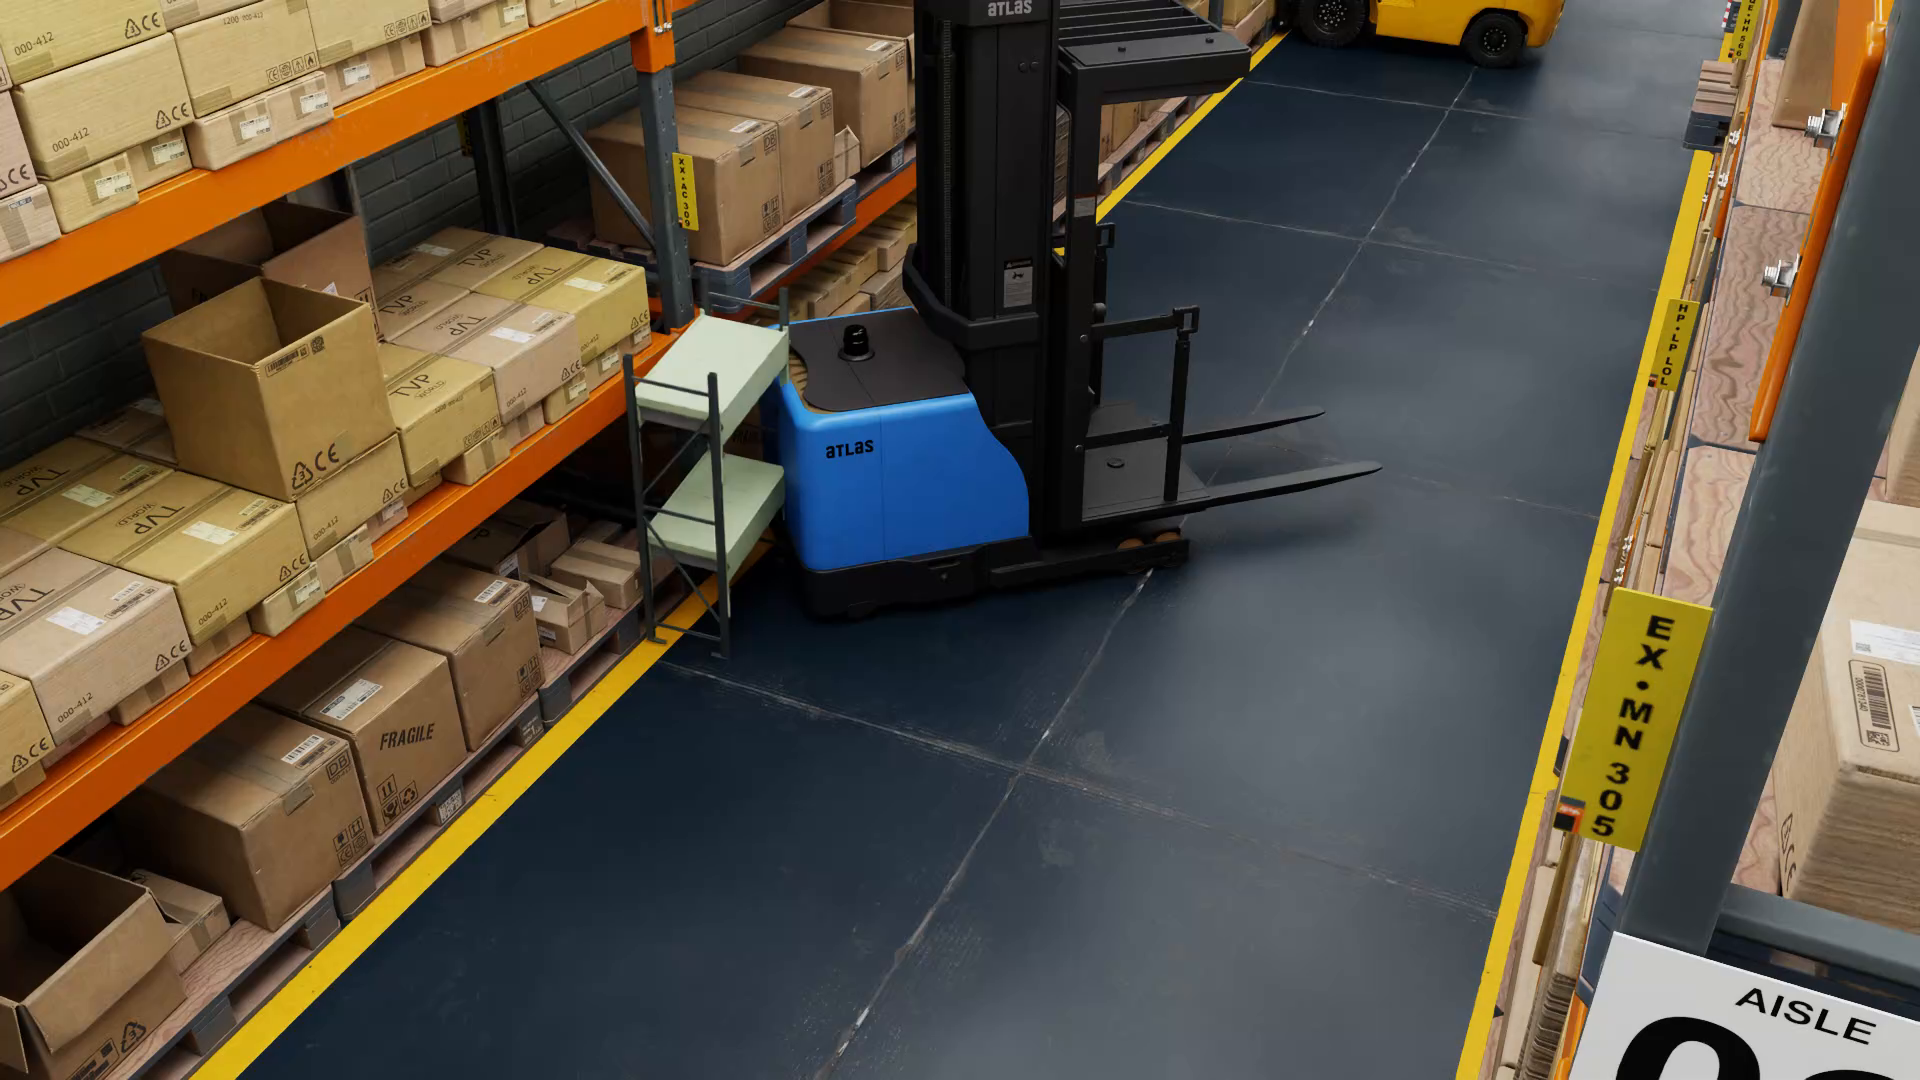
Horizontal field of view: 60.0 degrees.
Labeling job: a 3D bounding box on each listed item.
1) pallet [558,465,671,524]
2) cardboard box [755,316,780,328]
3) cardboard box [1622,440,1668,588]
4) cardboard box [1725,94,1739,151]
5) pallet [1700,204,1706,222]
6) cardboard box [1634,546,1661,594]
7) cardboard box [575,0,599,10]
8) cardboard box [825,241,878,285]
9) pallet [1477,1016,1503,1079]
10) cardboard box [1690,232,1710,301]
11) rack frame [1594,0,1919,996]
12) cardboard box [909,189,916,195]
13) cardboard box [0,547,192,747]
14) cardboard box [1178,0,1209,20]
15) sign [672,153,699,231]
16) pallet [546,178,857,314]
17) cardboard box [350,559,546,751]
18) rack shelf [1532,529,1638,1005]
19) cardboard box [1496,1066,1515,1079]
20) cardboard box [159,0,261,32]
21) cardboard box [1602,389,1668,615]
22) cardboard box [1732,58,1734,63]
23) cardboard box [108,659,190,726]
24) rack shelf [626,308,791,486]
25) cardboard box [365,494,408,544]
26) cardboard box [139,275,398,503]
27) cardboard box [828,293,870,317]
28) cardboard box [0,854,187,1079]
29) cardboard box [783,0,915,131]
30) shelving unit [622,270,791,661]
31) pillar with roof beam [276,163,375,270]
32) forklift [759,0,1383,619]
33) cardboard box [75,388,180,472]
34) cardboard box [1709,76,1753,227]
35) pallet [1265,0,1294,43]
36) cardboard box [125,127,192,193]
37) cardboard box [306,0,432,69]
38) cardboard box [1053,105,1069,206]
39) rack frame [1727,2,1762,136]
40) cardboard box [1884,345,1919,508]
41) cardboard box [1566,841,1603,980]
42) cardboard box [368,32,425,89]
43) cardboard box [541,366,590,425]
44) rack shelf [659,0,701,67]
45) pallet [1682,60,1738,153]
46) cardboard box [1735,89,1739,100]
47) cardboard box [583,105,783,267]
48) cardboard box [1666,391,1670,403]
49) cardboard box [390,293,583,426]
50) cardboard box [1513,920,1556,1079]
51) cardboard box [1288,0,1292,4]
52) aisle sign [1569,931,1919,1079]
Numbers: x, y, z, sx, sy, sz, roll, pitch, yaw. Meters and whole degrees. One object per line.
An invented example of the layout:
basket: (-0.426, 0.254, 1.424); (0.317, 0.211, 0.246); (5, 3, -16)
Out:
pallet: (-1.339, -0.459, 8.757); (1.003, 0.211, 1.213); (14, 36, 20)
cardboard box: (-1.110, -1.017, 8.370); (0.380, 0.149, 0.250); (12, 35, 18)
cardboard box: (2.431, 0.057, 5.336); (0.500, 0.500, 0.500); (15, 36, 22)
cardboard box: (4.103, -2.017, 8.272); (0.500, 0.250, 0.500); (14, 36, 20)
pallet: (5.379, -1.895, 10.947); (1.003, 0.211, 1.213); (14, 36, 20)
cardboard box: (1.791, 0.401, 3.901); (0.500, 0.500, 0.500); (14, 36, 20)
cardboard box: (-1.527, -2.114, 6.232); (0.380, 0.149, 0.250); (14, 36, 20)
cardboard box: (-0.677, -1.536, 9.162); (0.380, 0.149, 0.250); (14, 36, 21)
pallet: (1.967, 2.062, 4.912); (1.003, 0.211, 1.213); (14, 36, 20)
cardboard box: (3.243, -1.006, 6.730); (0.500, 0.250, 0.500); (15, 36, 22)
rack frame: (1.192, -0.591, 0.945); (1.000, 3.000, 0.127); (14, 36, 20)
cardboard box: (-0.184, -2.037, 9.926); (0.380, 0.149, 0.250); (13, 35, 19)
cardboard box: (-2.673, 0.304, 4.916); (0.500, 0.250, 0.500); (15, 36, 21)
cardboard box: (1.494, -4.116, 13.574); (0.875, 0.625, 0.625); (16, 36, 23)
sign: (-1.148, -1.453, 6.940); (0.100, 0.325, 0.005); (14, 36, 20)
pallet: (-1.211, -1.504, 7.983); (1.003, 0.211, 1.213); (14, 36, 20)
cardboard box: (-2.149, 0.434, 6.749); (0.700, 0.500, 0.500); (13, 35, 19)
rack shelf: (2.029, 1.223, 4.306); (1.077, 0.370, 4.000); (14, 36, 20)
cardboard box: (1.752, 2.004, 4.411); (0.875, 0.438, 0.875); (15, 36, 22)
cardboard box: (-2.273, -1.666, 4.729); (0.500, 0.250, 0.500); (15, 36, 22)
cardboard box: (3.423, -0.140, 7.283); (0.875, 0.875, 0.875); (15, 36, 22)
cardboard box: (6.429, -3.708, 13.294); (0.500, 0.250, 0.500); (13, 36, 19)
cardboard box: (-2.627, 0.397, 5.138); (0.380, 0.149, 0.250); (15, 36, 22)
rack shelf: (-1.053, -0.619, 7.057); (0.431, 0.370, 0.720); (13, 39, 12)
cardboard box: (-2.210, -0.125, 5.934); (0.380, 0.149, 0.250); (14, 36, 20)
cardboard box: (-2.256, -0.506, 5.467); (0.500, 0.500, 0.500); (15, 36, 22)
cardboard box: (-0.811, -1.046, 9.006); (0.500, 0.500, 0.500); (13, 35, 19)
cardboard box: (-2.976, 1.366, 5.324); (0.797, 0.503, 0.637); (13, 35, 19)
cardboard box: (-0.486, -2.567, 8.952); (0.797, 0.503, 0.637); (13, 36, 19)
shelving unit: (-1.073, -0.311, 7.296); (0.431, 1.500, 0.755); (13, 39, 12)
pillar with roof beam: (1.156, -2.592, 3.997); (9.100, 9.000, 0.400); (14, 36, 20)
forklift: (0.595, -1.329, 7.604); (3.031, 2.935, 1.130); (-10, 35, -15)
cardboard box: (-2.719, -0.333, 5.888); (0.500, 0.250, 0.500); (14, 36, 20)
cardboard box: (3.467, -1.583, 6.926); (0.500, 0.500, 0.500); (15, 36, 21)
pallet: (2.582, -5.026, 15.722); (1.003, 0.211, 1.213); (14, 36, 20)
cardboard box: (-2.417, -1.104, 4.692); (0.380, 0.149, 0.250); (14, 36, 20)
cardboard box: (-2.052, -1.716, 5.261); (0.500, 0.250, 0.500); (15, 36, 21)
cardboard box: (0.302, -2.693, 11.405); (0.875, 0.625, 0.625); (15, 36, 22)
rack frame: (4.539, -2.067, 8.666); (1.000, 3.000, 0.127); (14, 36, 20)
cardboard box: (1.864, -0.251, 2.768); (0.500, 0.311, 0.500); (15, 36, 21)
cardboard box: (1.276, 0.682, 2.880); (0.380, 0.149, 0.250); (14, 36, 20)
cardboard box: (-1.998, -1.613, 5.468); (0.380, 0.149, 0.250); (15, 36, 22)
cardboard box: (-1.725, -0.620, 6.689); (0.380, 0.149, 0.250); (15, 36, 22)
rack shelf: (-0.808, -3.161, 8.255); (1.077, 0.370, 4.000); (14, 36, 20)
pallet: (4.740, -2.366, 9.297); (1.213, 0.211, 1.003); (14, 36, 20)
cardboard box: (4.509, -2.504, 9.180); (0.380, 0.149, 0.250); (15, 36, 21)
cardboard box: (-1.239, -1.618, 7.508); (0.700, 0.500, 0.500); (15, 36, 22)
cardboard box: (3.038, -0.546, 6.484); (0.500, 0.250, 0.500); (14, 36, 20)
cardboard box: (-1.832, -0.710, 6.463); (0.500, 0.250, 0.500); (14, 36, 21)
cardboard box: (1.583, 1.070, 3.791); (0.500, 0.500, 0.500); (15, 36, 22)
cardboard box: (2.835, -5.151, 15.494); (0.500, 0.250, 0.500); (15, 36, 22)
aisle sign: (0.880, 0.795, 1.931); (0.394, 0.787, 0.004); (14, 36, 20)
